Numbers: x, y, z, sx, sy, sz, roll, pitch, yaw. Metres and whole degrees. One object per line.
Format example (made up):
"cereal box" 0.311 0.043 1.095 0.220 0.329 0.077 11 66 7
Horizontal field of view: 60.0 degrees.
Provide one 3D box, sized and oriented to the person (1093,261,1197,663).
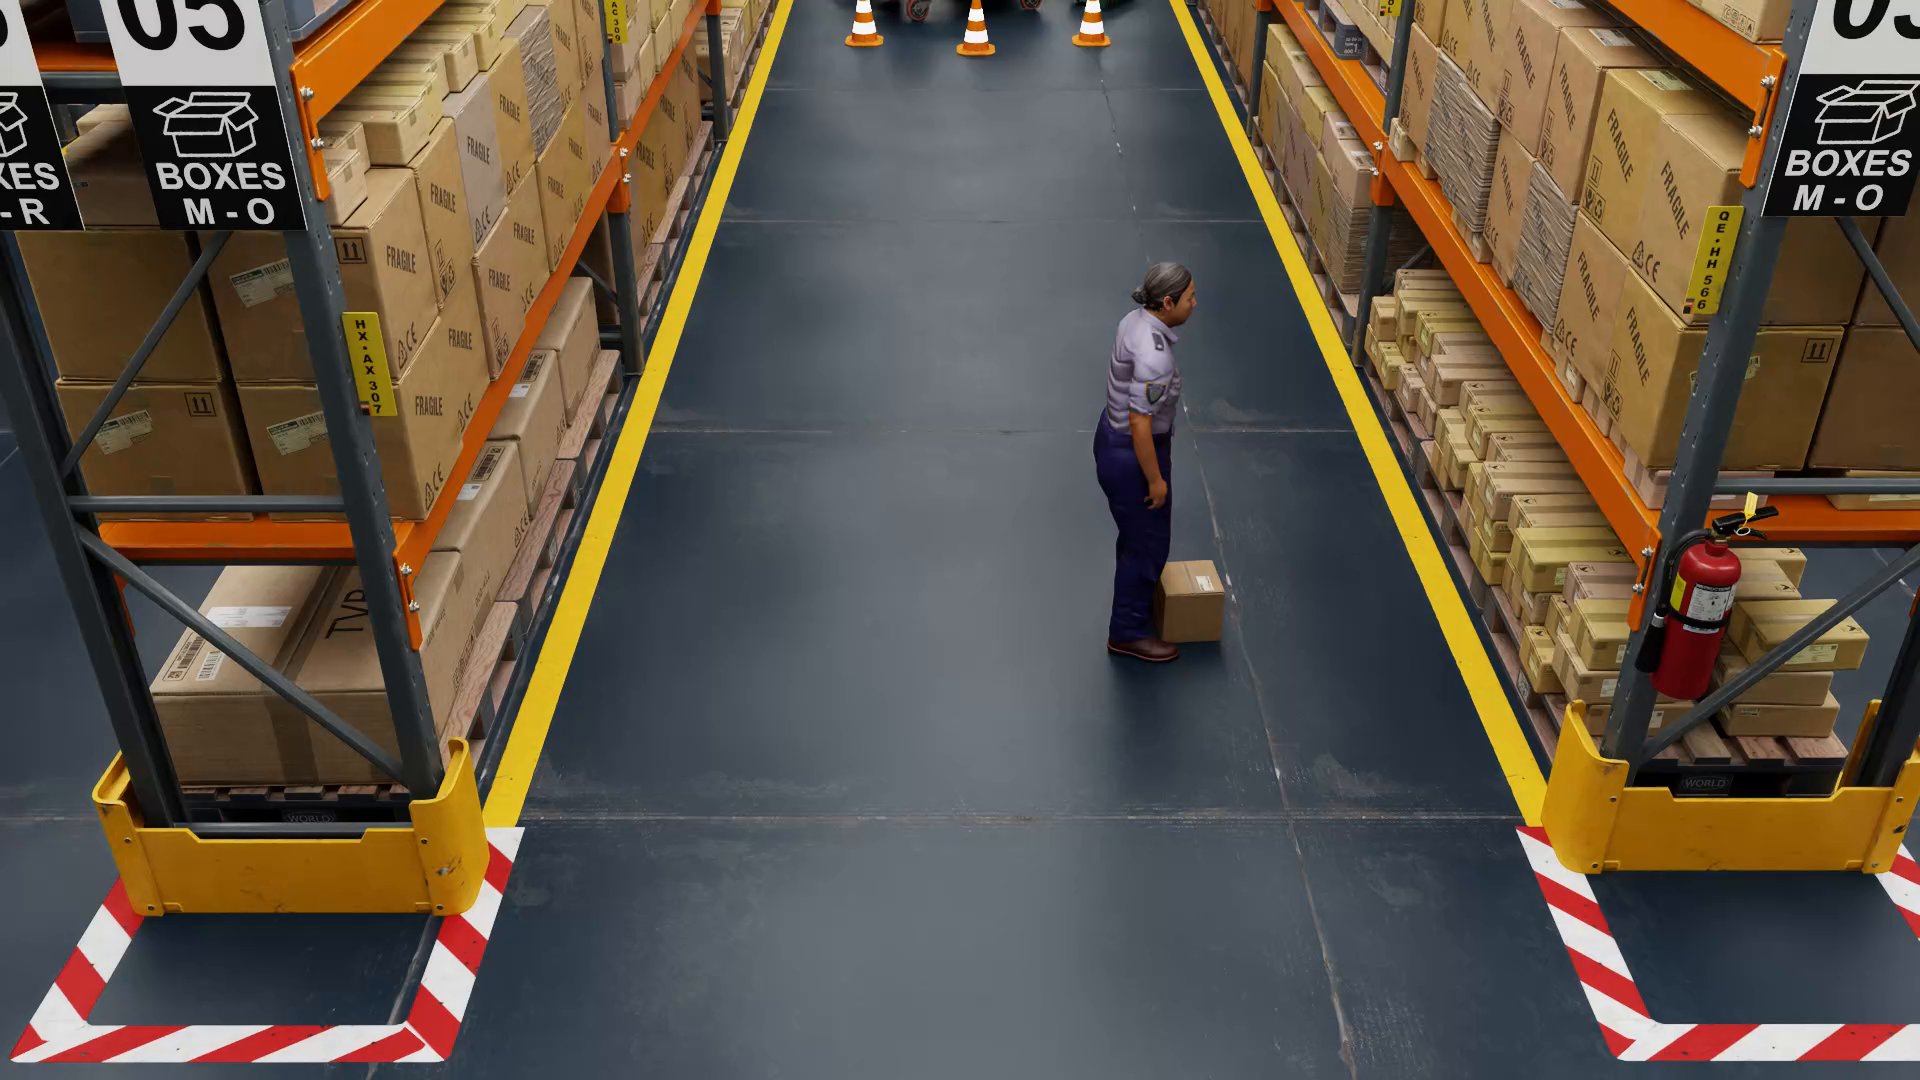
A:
"person" 0.749 -0.330 6.676 0.413 1.652 0.541 0 32 0
